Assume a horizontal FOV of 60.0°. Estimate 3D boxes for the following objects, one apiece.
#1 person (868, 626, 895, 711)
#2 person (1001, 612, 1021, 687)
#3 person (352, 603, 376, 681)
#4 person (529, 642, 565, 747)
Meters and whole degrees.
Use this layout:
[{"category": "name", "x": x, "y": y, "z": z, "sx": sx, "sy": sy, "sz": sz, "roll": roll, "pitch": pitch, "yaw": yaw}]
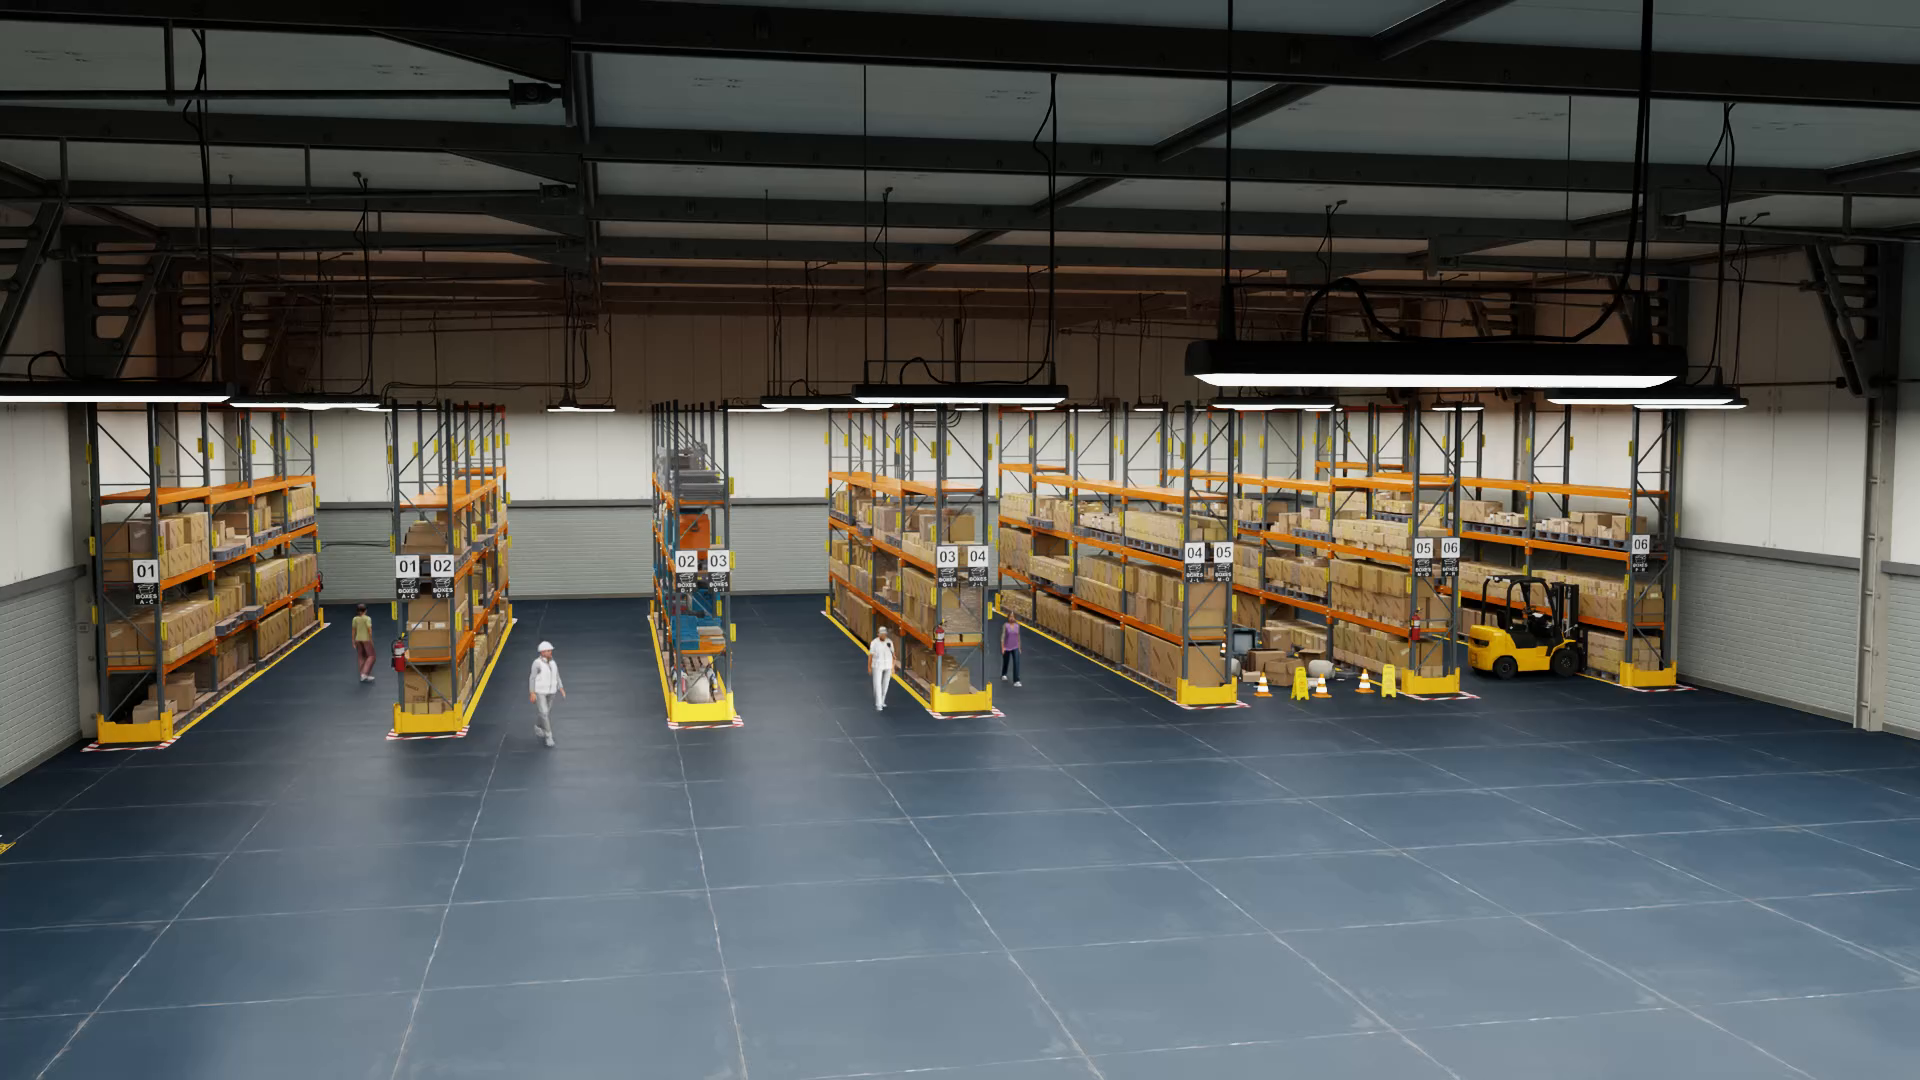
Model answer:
[{"category": "person", "x": -1.502, "y": 2.474, "z": 32.129, "sx": 0.539, "sy": 1.608, "sz": 0.989, "roll": -2, "pitch": 5, "yaw": -22}, {"category": "person", "x": 1.075, "y": 2.293, "z": 35.180, "sx": 0.472, "sy": 1.528, "sz": 0.994, "roll": -1, "pitch": 4, "yaw": -13}, {"category": "person", "x": -12.839, "y": 2.200, "z": 35.763, "sx": 0.490, "sy": 1.668, "sz": 0.507, "roll": 1, "pitch": 4, "yaw": 13}, {"category": "person", "x": -7.248, "y": 2.657, "z": 29.091, "sx": 0.606, "sy": 1.760, "sz": 0.944, "roll": -4, "pitch": 6, "yaw": -45}]
